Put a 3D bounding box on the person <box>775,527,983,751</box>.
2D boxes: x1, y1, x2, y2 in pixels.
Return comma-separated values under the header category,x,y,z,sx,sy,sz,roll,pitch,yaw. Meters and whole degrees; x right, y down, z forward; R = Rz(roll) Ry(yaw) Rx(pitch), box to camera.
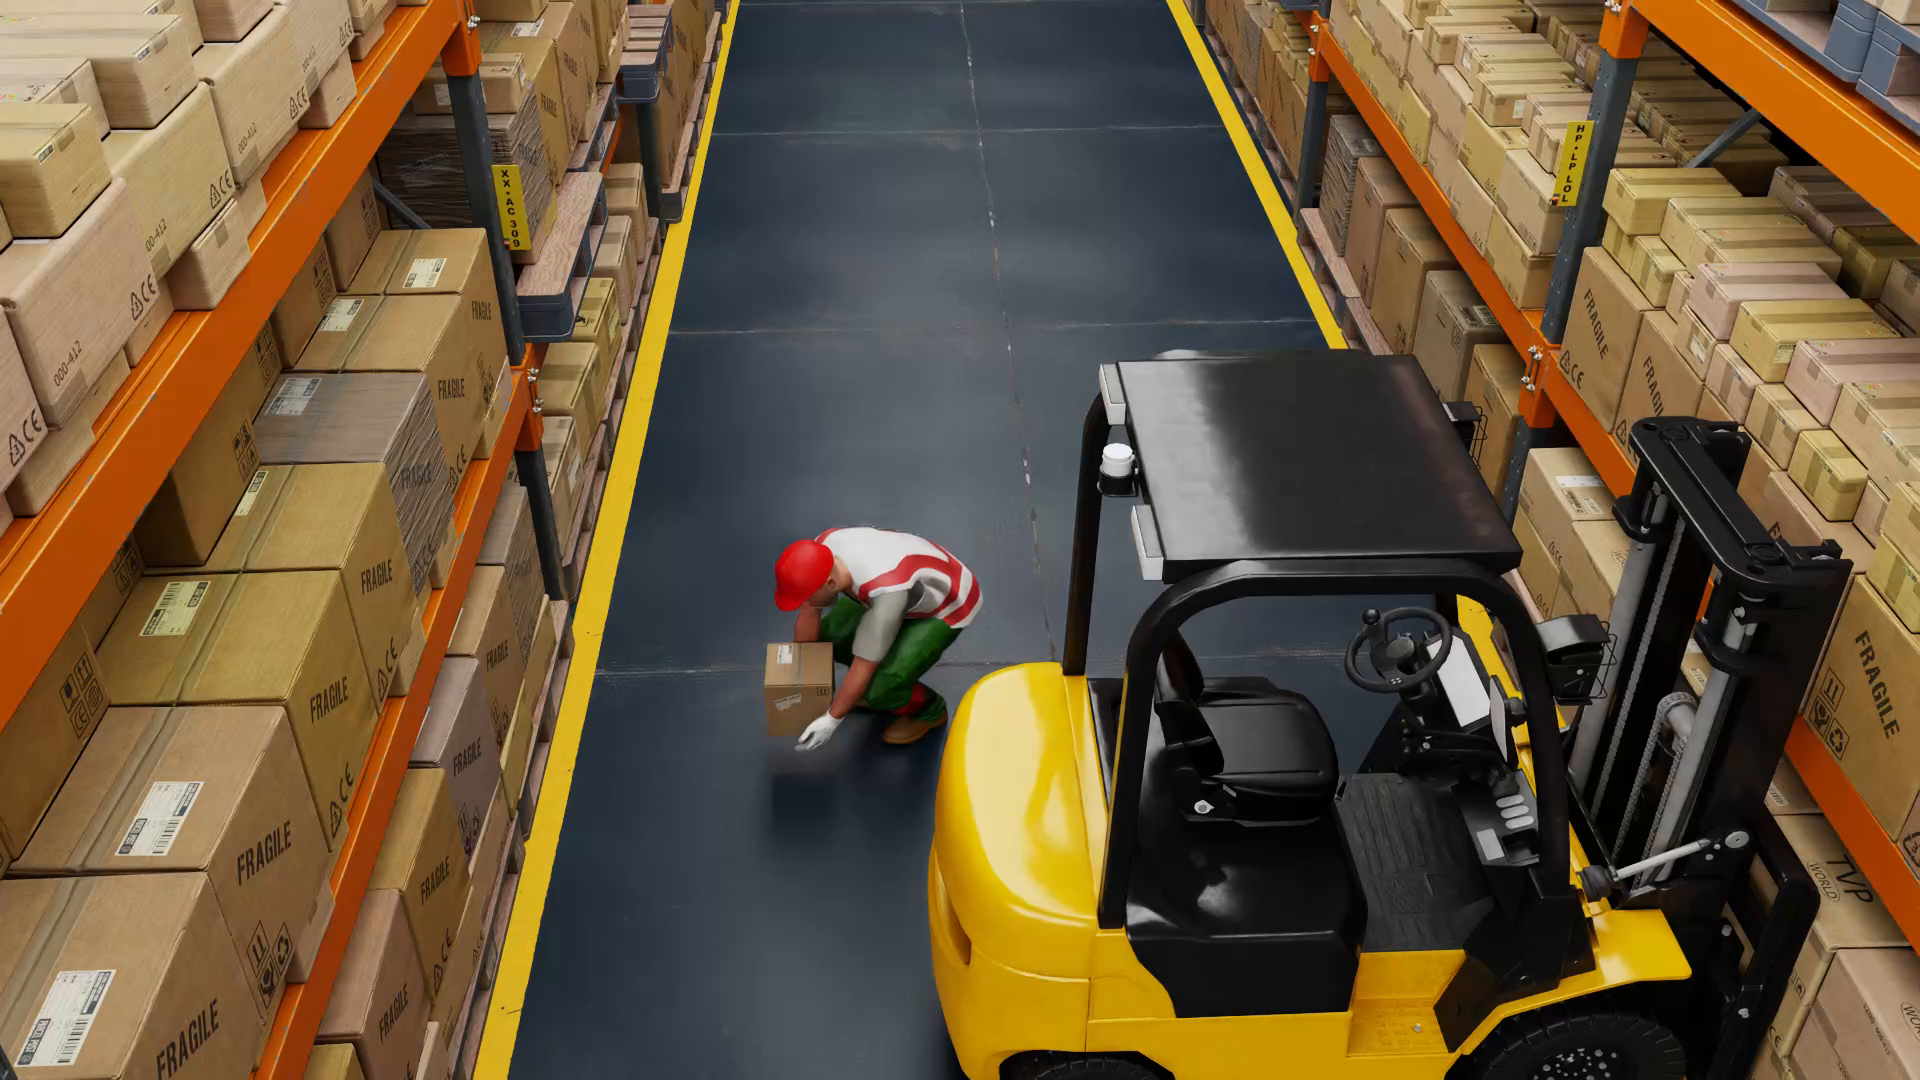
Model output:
category,x,y,z,sx,sy,sz,roll,pitch,yaw
person,-0.320,0.328,6.326,0.877,1.026,0.575,-20,39,-26
